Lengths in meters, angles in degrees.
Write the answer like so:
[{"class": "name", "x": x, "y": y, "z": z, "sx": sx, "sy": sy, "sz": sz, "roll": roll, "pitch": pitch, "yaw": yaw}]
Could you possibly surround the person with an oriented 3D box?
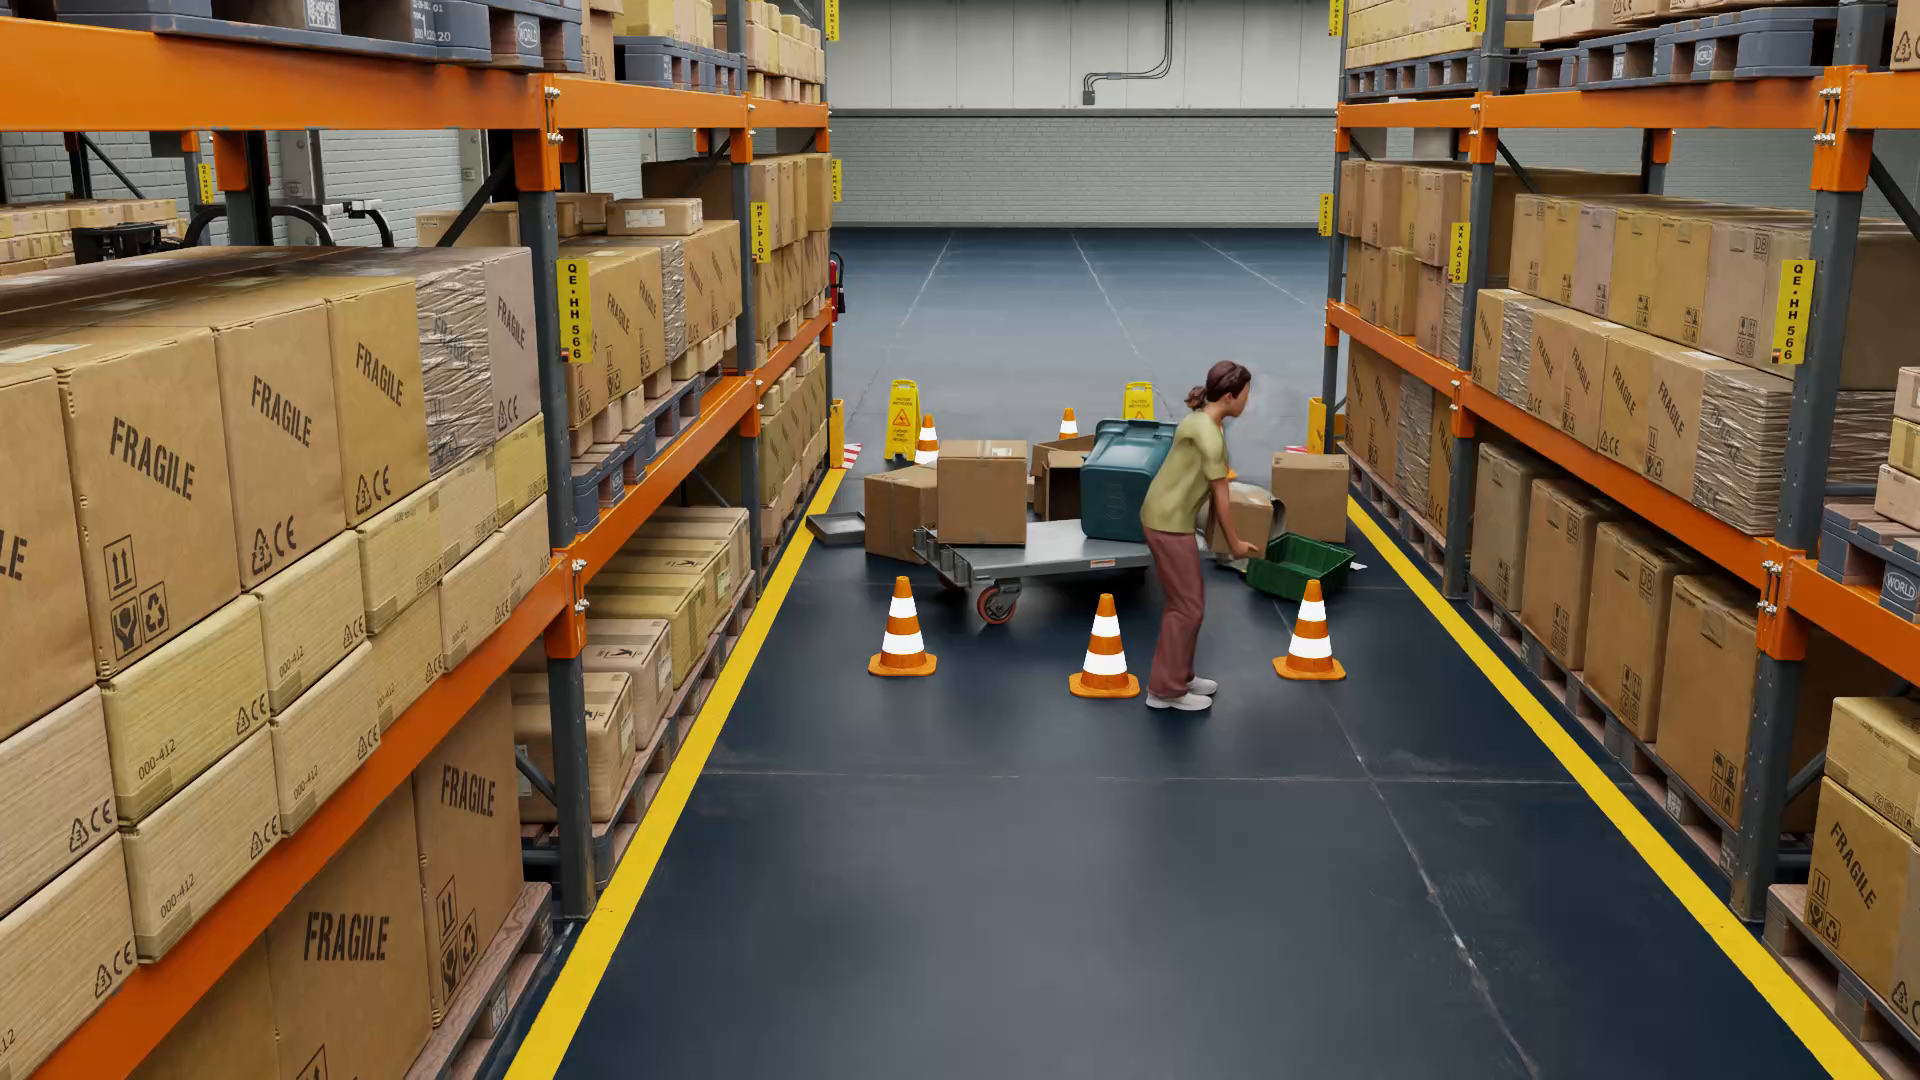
[{"class": "person", "x": 1.103, "y": -0.027, "z": 7.731, "sx": 0.535, "sy": 1.624, "sz": 0.404, "roll": 0, "pitch": 14, "yaw": 0}]
